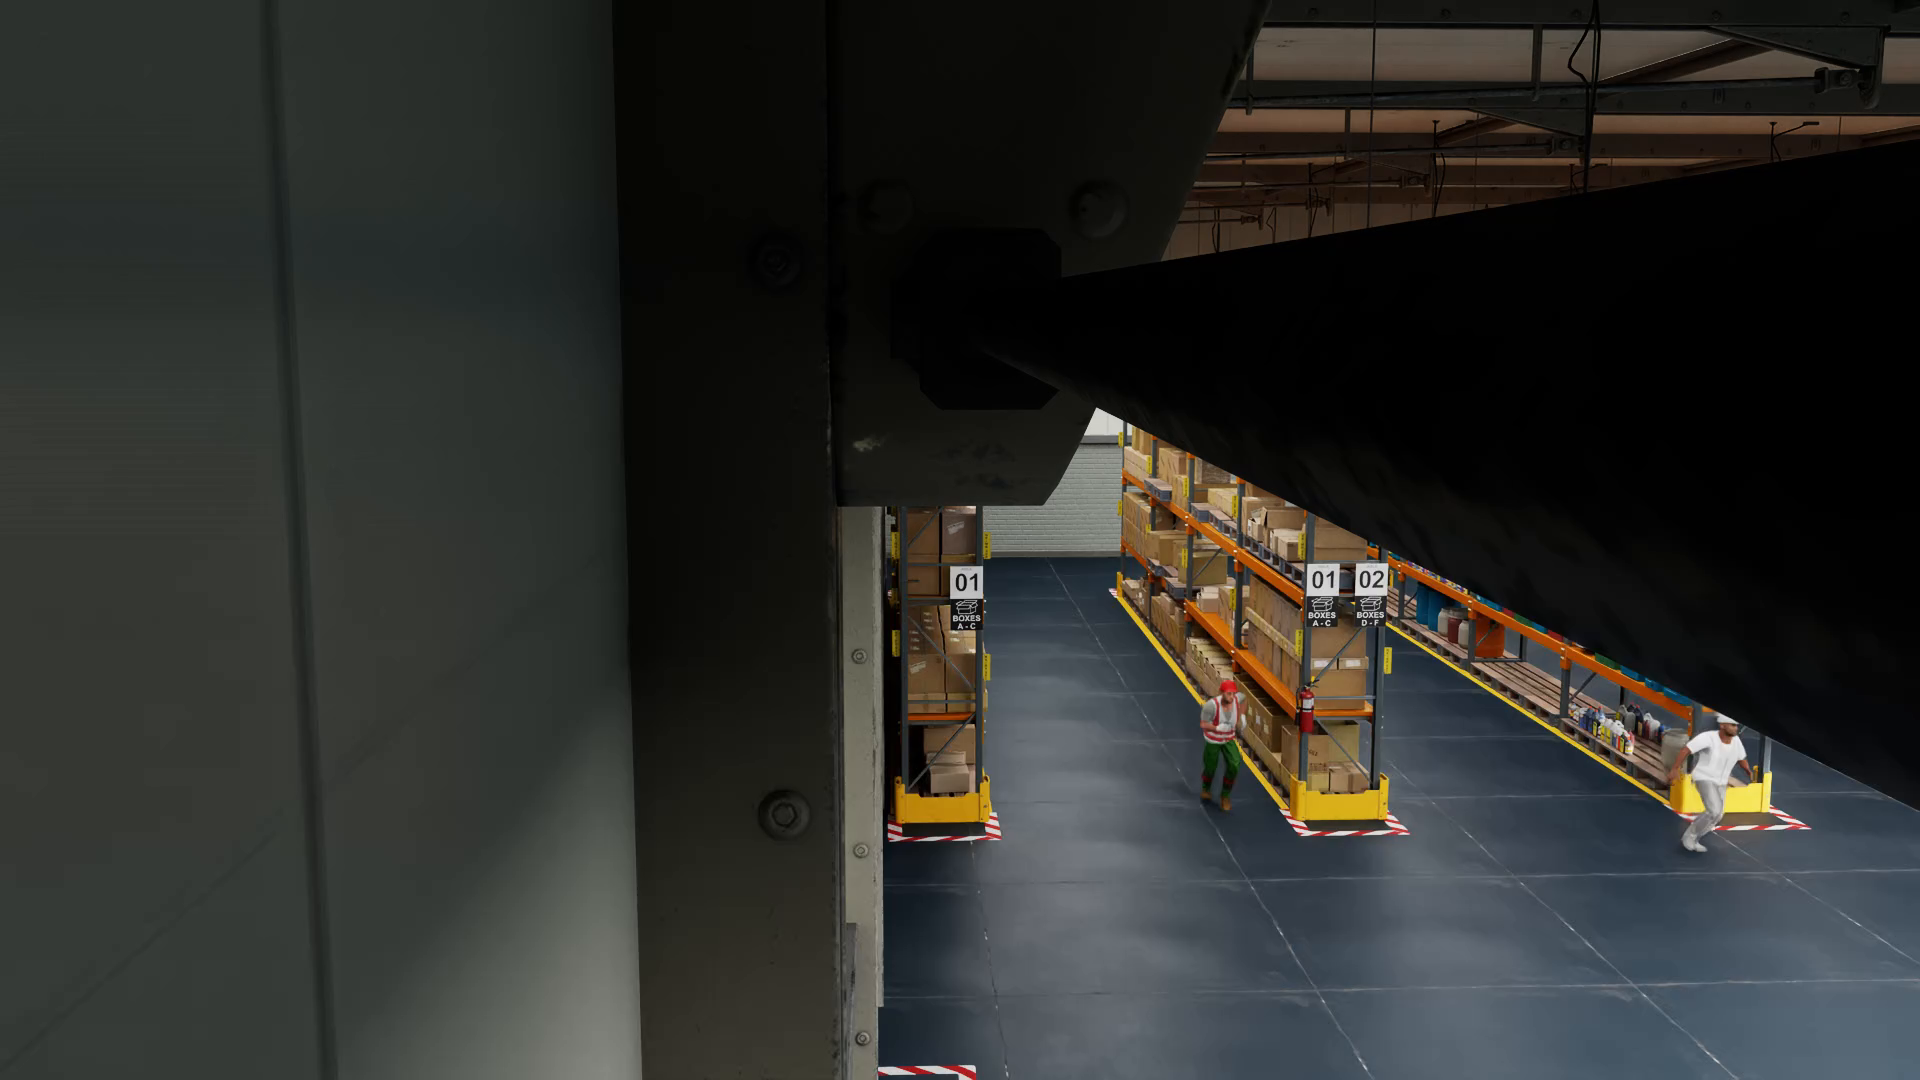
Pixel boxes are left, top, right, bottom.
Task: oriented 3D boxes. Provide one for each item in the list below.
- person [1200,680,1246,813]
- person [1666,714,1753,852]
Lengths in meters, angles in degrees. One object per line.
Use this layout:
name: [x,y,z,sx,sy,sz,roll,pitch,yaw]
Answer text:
person: [3.301,2.561,20.960,0.711,1.738,0.915,-2,8,-14]
person: [8.793,2.816,19.315,0.892,1.652,0.672,-4,9,-26]
